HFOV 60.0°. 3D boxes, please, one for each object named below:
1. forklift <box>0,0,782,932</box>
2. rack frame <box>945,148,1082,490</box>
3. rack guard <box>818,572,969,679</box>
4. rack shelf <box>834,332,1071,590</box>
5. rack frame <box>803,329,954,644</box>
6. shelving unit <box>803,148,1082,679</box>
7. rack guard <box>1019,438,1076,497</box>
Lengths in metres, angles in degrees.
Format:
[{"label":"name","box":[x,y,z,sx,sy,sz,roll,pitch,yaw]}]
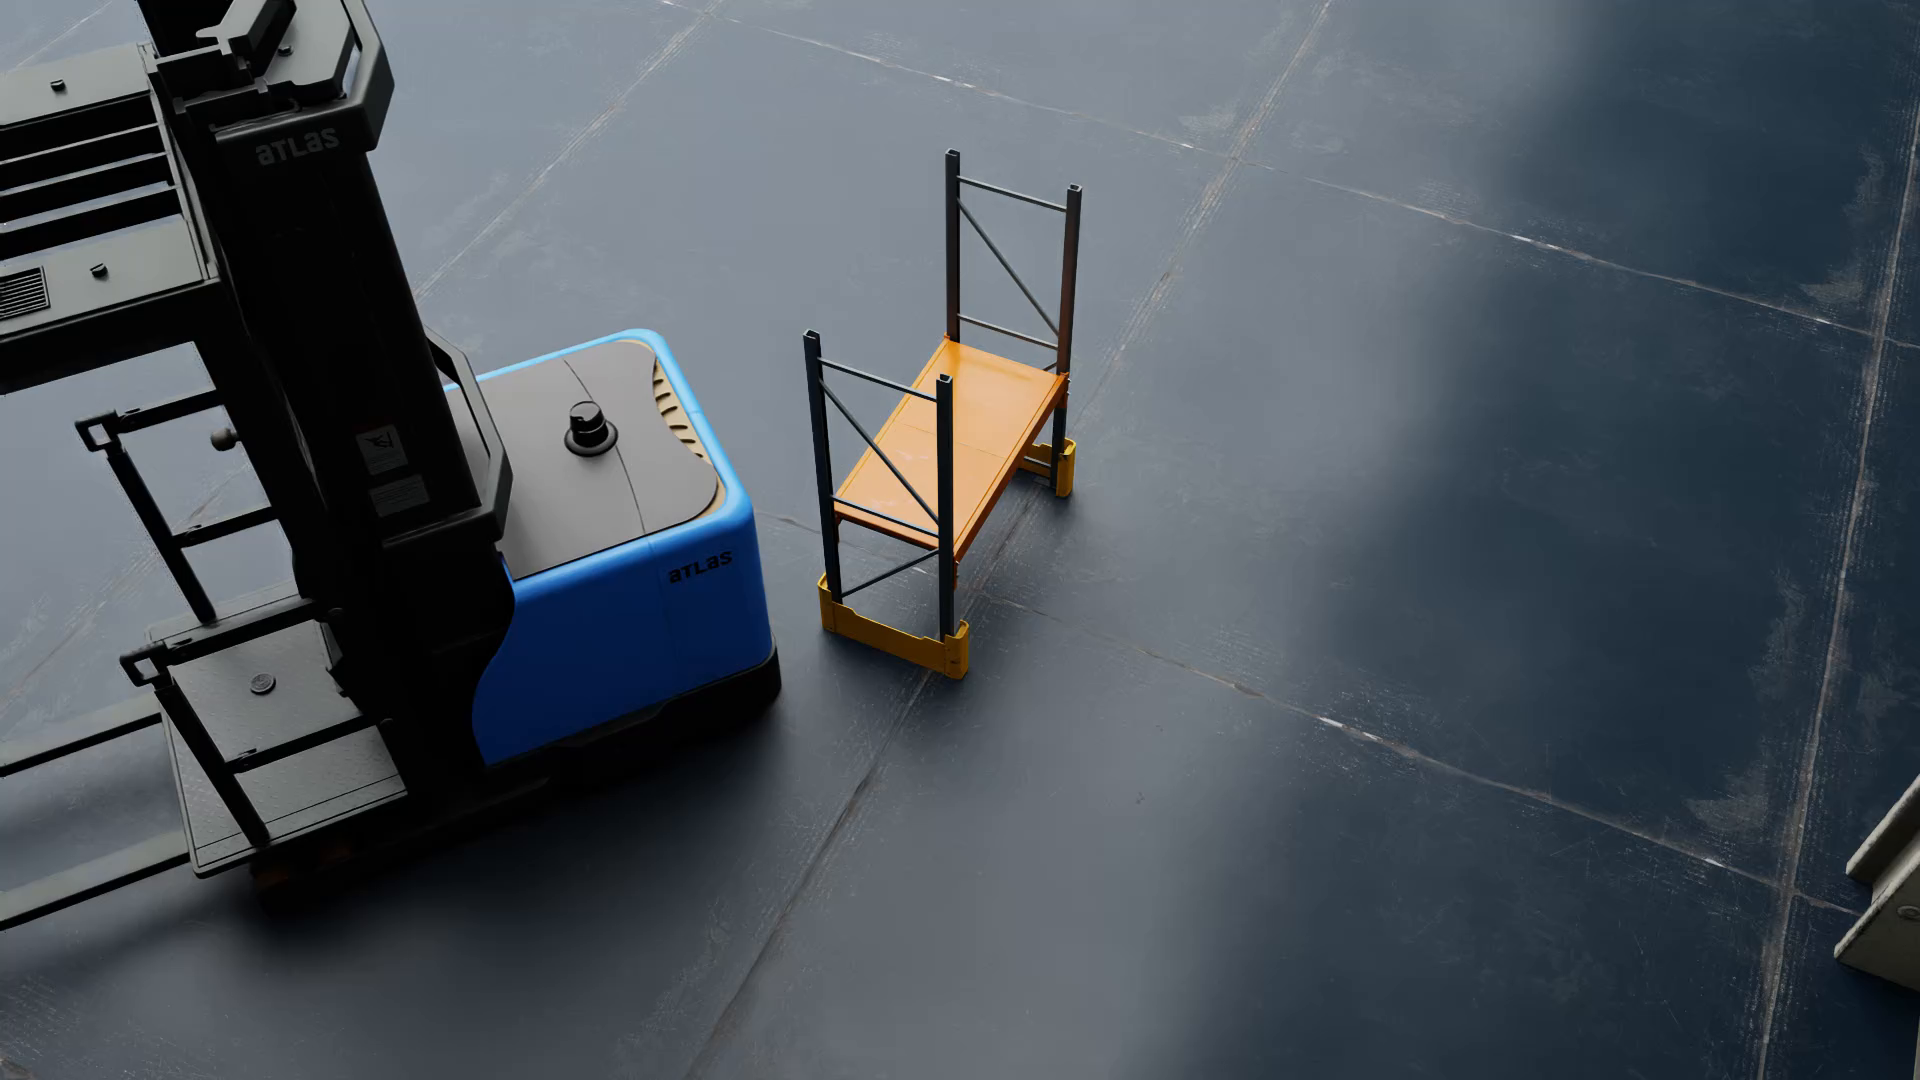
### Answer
[{"label":"forklift","box":[-2.202,-0.197,4.808,3.031,2.935,1.130,-20,53,-16]},{"label":"rack frame","box":[0.181,-0.777,6.242,0.500,1.500,0.032,20,52,16]},{"label":"rack guard","box":[-0.245,0.314,6.133,0.587,0.250,0.087,20,52,16]},{"label":"rack shelf","box":[-0.036,-0.311,6.081,0.538,0.185,1.000,20,52,16]},{"label":"rack frame","box":[-0.254,-0.077,5.646,0.500,1.500,0.032,20,52,16]},{"label":"shelving unit","box":[-0.033,-0.434,5.949,0.587,1.500,1.083,20,52,16]},{"label":"rack guard","box":[0.180,-0.371,6.717,0.587,0.250,0.087,20,52,16]}]
